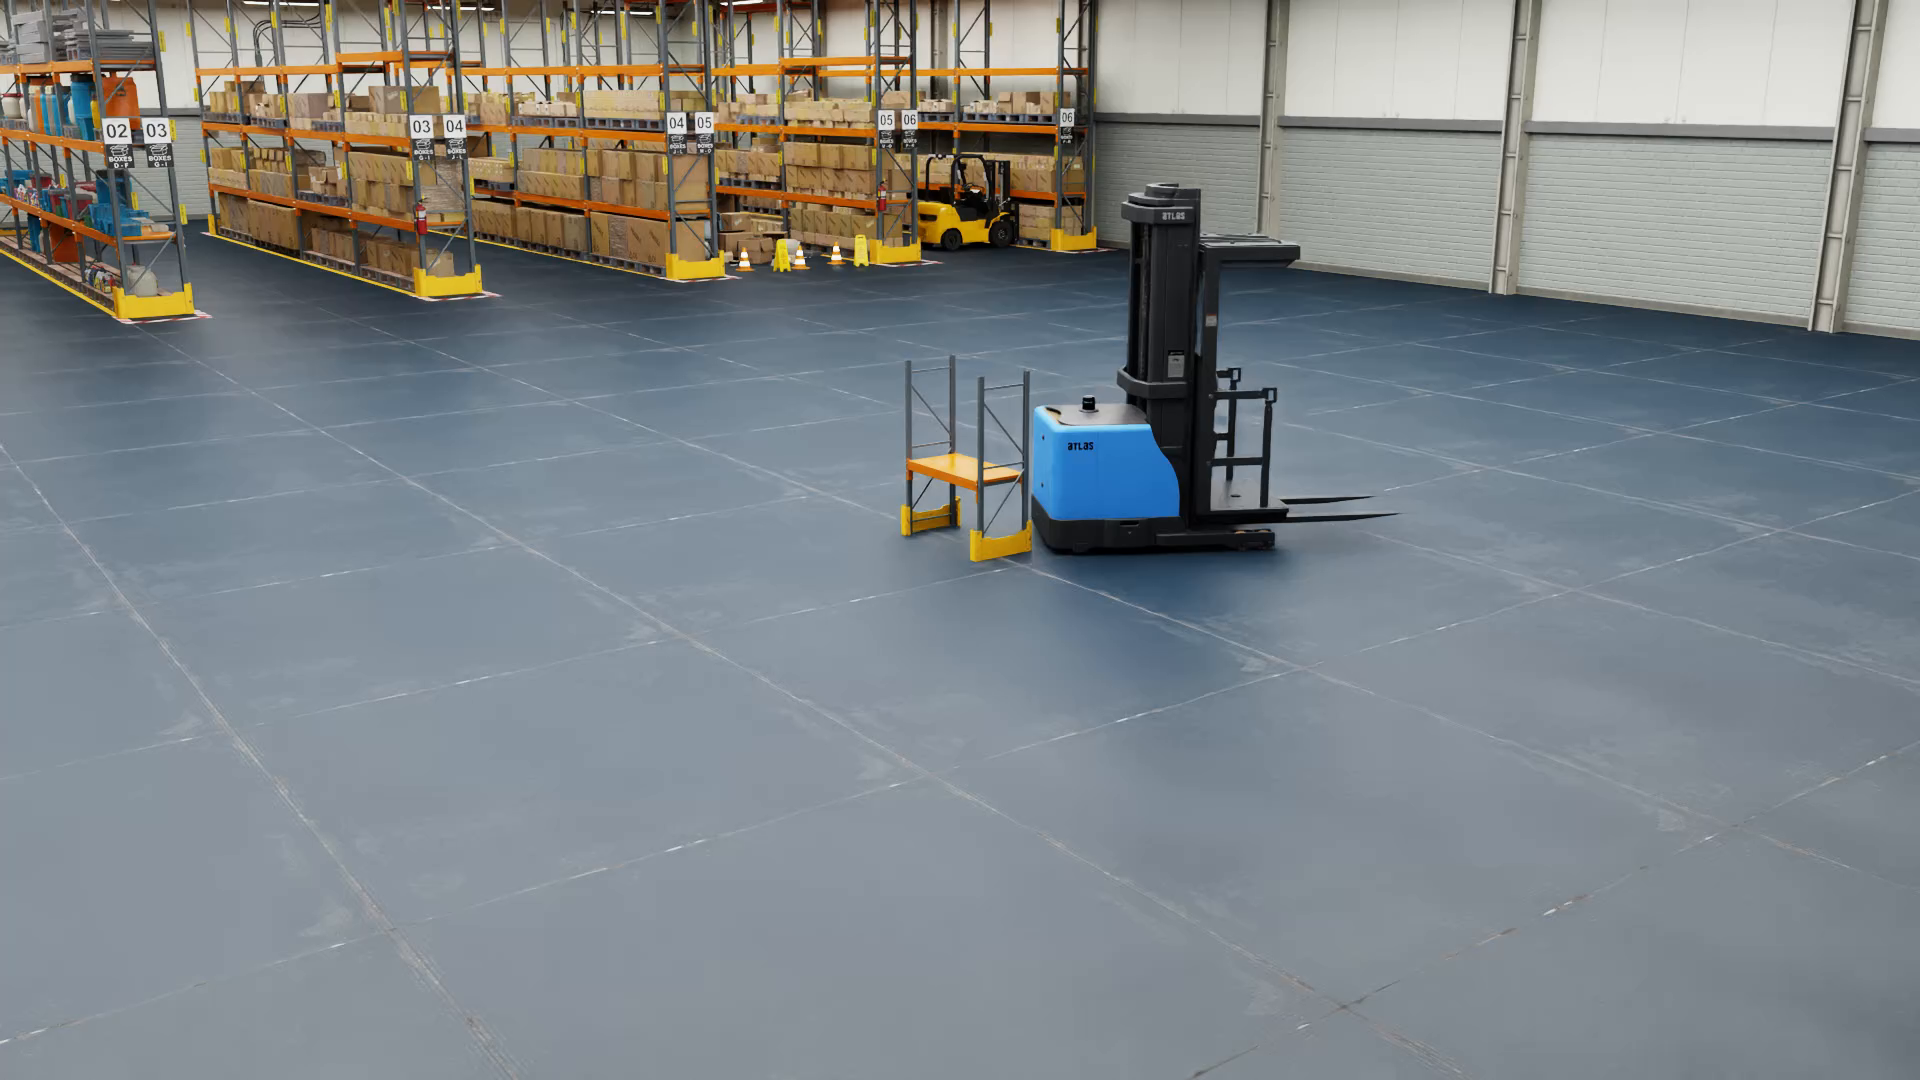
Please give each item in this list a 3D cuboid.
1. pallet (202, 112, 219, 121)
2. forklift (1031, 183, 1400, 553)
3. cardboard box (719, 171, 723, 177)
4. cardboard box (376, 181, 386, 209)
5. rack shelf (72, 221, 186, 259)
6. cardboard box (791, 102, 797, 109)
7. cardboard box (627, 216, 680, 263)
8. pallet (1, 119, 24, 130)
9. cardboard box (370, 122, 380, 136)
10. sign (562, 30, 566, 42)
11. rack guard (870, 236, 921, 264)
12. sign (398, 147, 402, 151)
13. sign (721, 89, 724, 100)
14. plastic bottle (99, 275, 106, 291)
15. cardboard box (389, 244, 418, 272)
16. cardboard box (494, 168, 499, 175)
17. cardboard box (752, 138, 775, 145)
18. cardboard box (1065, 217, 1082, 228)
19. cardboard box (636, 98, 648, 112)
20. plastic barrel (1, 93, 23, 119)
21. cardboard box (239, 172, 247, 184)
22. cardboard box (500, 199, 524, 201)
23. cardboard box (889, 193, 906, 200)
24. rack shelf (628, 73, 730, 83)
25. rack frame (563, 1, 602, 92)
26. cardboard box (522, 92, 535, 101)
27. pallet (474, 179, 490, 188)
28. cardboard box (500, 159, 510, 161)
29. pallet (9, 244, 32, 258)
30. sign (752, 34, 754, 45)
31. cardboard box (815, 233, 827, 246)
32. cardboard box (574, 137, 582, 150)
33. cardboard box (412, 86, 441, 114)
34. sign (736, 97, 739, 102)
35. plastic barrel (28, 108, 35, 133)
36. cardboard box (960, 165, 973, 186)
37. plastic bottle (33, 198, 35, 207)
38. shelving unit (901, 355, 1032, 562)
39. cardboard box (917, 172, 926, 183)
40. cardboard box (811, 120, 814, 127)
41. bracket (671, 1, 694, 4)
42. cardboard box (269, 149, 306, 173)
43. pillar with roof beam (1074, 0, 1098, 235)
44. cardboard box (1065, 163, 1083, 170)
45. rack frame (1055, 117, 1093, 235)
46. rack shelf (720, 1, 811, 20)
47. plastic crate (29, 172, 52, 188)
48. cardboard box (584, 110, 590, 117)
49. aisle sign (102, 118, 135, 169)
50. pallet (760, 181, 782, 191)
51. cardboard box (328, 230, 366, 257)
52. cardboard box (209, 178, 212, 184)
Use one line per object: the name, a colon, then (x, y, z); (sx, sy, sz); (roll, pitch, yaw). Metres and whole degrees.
pallet: (-18.339, -10.636, 41.739); (1.003, 0.211, 1.213); (-11, 19, -35)
forklift: (2.175, -1.458, 13.852); (3.031, 2.935, 1.130); (-2, 15, -7)
cardboard box: (-5.761, -9.070, 41.214); (0.380, 0.149, 0.250); (-12, 20, -38)
cardboard box: (-10.612, -6.595, 31.738); (0.875, 0.500, 0.500); (-11, 19, -35)
rack shelf: (-14.559, -5.283, 29.059); (1.077, 0.370, 4.000); (-11, 19, -35)
cardboard box: (-3.615, -9.905, 37.868); (0.380, 0.149, 0.250); (-10, 18, -33)
cardboard box: (-6.276, -6.220, 34.349); (0.875, 0.875, 0.875); (-11, 19, -35)
pallet: (-19.899, -8.969, 35.839); (1.213, 0.211, 1.003); (-11, 19, -35)
cardboard box: (-10.756, -7.733, 31.251); (0.500, 0.250, 0.500); (-11, 19, -35)
sign: (-11.221, -14.262, 47.070); (0.100, 0.325, 0.005); (-11, 19, -35)
rack guard: (-1.405, -6.321, 36.222); (1.175, 0.500, 0.348); (-11, 19, -35)
sign: (-15.151, -10.470, 45.008); (0.100, 0.325, 0.005); (-11, 19, -35)
sign: (-7.194, -13.482, 50.315); (0.100, 0.325, 0.005); (-11, 19, -35)
plastic bottle: (-15.025, -4.513, 29.210); (0.152, 0.276, 0.135); (-11, 19, -36)
cardboard box: (-10.754, -5.490, 32.391); (0.500, 0.500, 0.500); (-13, 20, -39)
cardboard box: (-10.826, -8.745, 39.461); (0.380, 0.149, 0.250); (-10, 18, -32)
cardboard box: (-5.824, -11.672, 49.338); (0.500, 0.500, 0.500); (-10, 18, -33)
cardboard box: (2.544, -7.531, 39.377); (0.500, 0.250, 0.500); (-10, 18, -34)
cardboard box: (-6.112, -8.657, 33.077); (0.500, 0.250, 0.500); (-11, 19, -34)
plastic barrel: (-20.332, -9.329, 35.744); (0.433, 0.535, 0.433); (0, 15, 0)
cardboard box: (-16.904, -8.659, 39.751); (0.500, 0.250, 0.500); (-11, 19, -36)
cardboard box: (-11.105, -8.299, 41.234); (0.500, 0.250, 0.500); (-12, 19, -37)
cardboard box: (-1.393, -7.493, 36.249); (0.380, 0.149, 0.250); (-11, 19, -34)
rack shelf: (-7.240, -11.999, 42.991); (1.077, 0.370, 4.000); (-11, 19, -35)
rack frame: (-10.768, -13.820, 47.524); (1.000, 3.000, 0.127); (-11, 19, -35)
cardboard box: (-10.327, -10.532, 39.552); (0.396, 0.266, 0.258); (-11, 19, -35)
pallet: (-11.206, -8.752, 40.735); (1.003, 0.211, 1.213); (-11, 19, -35)
cardboard box: (-11.042, -9.260, 40.779); (0.380, 0.149, 0.250); (-11, 19, -35)
pallet: (-20.902, -6.571, 37.686); (1.003, 0.211, 1.213); (-11, 19, -35)
sign: (-6.294, -15.200, 50.496); (0.100, 0.325, 0.005); (-11, 19, -35)
cardboard box: (-2.947, -6.847, 37.825); (0.500, 0.250, 0.500); (-11, 19, -35)
cardboard box: (-10.716, -11.310, 47.635); (0.500, 0.500, 0.500); (-11, 19, -36)
cardboard box: (-10.031, -8.210, 31.010); (0.500, 0.500, 0.500); (-11, 19, -35)
sign: (-5.624, -10.998, 41.916); (0.100, 0.325, 0.005); (-11, 19, -35)
plastic barrel: (-18.152, -8.298, 32.819); (0.421, 0.512, 0.421); (0, 15, 0)
cardboard box: (0.350, -9.048, 41.264); (0.500, 0.500, 0.500); (-12, 19, -36)
plastic bottle: (-19.030, -6.975, 34.254); (0.097, 0.201, 0.097); (0, 15, 0)
shelving unit: (0.045, -0.707, 13.819); (0.587, 1.500, 1.083); (-11, 19, -35)
cardboard box: (-0.775, -9.347, 42.830); (0.500, 0.250, 0.500); (-11, 19, -34)
cardboard box: (-3.120, -9.366, 37.409); (0.380, 0.149, 0.250); (-12, 19, -36)
bracket: (-9.785, -17.673, 54.784); (0.076, 0.066, 5.218); (-11, 19, -35)
cardboard box: (-15.278, -8.653, 37.918); (0.797, 0.503, 0.637); (-10, 18, -33)
pillar with roof beam: (-0.510, -10.795, 36.472); (9.100, 9.000, 0.400); (-11, 19, -35)
cardboard box: (2.663, -8.755, 38.964); (0.380, 0.149, 0.250); (-11, 19, -36)
rack frame: (2.652, -8.281, 38.651); (1.000, 3.000, 0.127); (-11, 19, -35)
rack shelf: (-5.579, -15.420, 48.438); (1.077, 0.370, 4.000); (-11, 19, -35)
plastic crate: (-20.761, -8.055, 37.589); (0.402, 0.464, 0.583); (-11, 19, -35)
cardboard box: (-7.718, -9.020, 35.159); (0.380, 0.149, 0.250); (-11, 19, -35)
aisle sign: (-13.581, -6.395, 26.836); (0.394, 0.787, 0.004); (-11, 19, -35)
pallet: (-4.044, -8.457, 39.658); (1.003, 0.211, 1.213); (-11, 19, -35)
cardboard box: (-12.995, -6.310, 35.351); (0.700, 0.500, 0.500); (-9, 18, -30)
cardboard box: (-18.842, -9.140, 42.265); (0.380, 0.149, 0.250); (-11, 19, -34)
